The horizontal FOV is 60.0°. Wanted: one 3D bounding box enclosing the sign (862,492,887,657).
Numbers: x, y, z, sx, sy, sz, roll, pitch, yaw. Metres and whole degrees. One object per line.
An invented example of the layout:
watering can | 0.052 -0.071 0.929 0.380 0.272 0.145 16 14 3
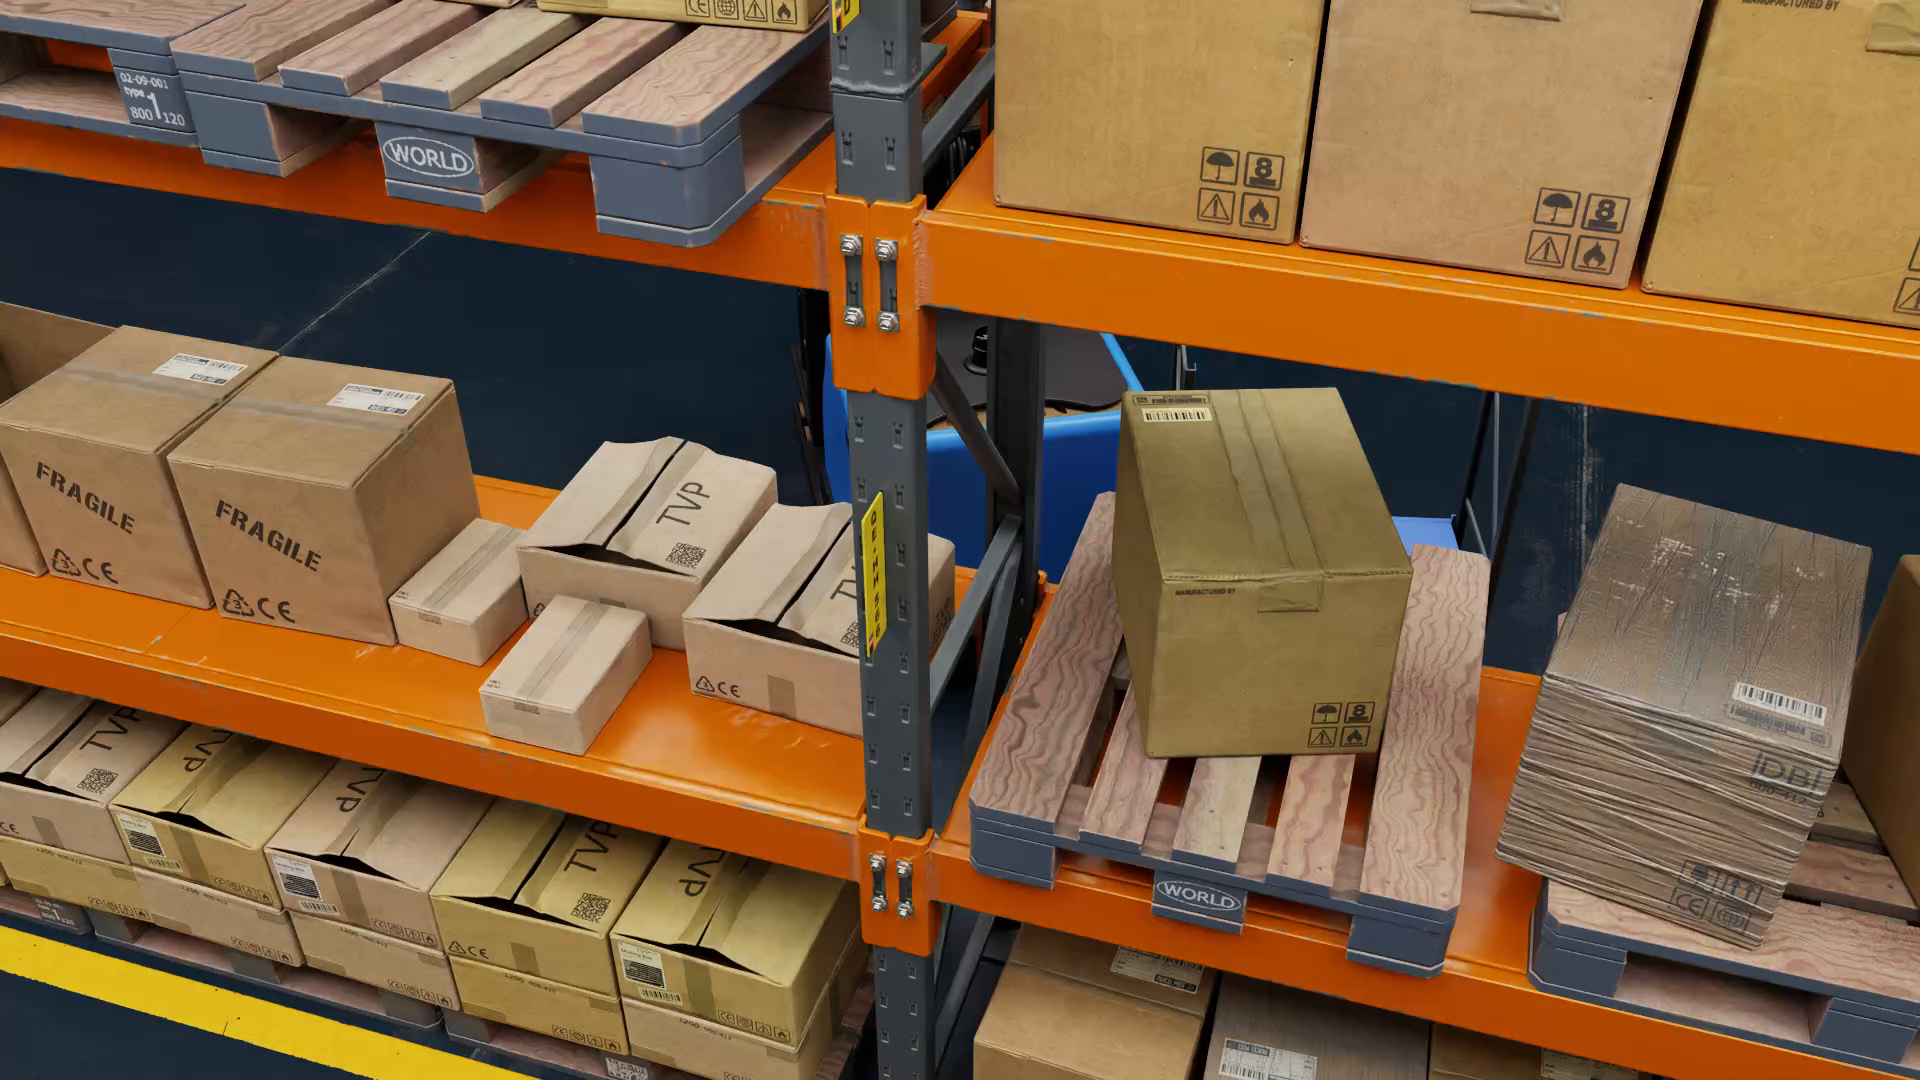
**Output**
sign | -0.161 0.068 3.150 0.005 0.325 0.100 10 38 14

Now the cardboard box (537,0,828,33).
cardboard box | -0.449 -1.145 3.017 0.500 0.250 0.500 8 37 10

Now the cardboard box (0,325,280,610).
cardboard box | -2.108 -0.201 4.408 0.500 0.500 0.500 11 38 14

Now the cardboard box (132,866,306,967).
cardboard box | -2.038 0.934 4.915 0.500 0.250 0.500 11 38 15

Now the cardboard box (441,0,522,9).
cardboard box | -0.955 -1.228 3.129 0.500 0.250 0.500 11 38 15

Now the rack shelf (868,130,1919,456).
rack shelf | 1.910 -0.345 2.764 4.000 0.370 1.077 10 38 14

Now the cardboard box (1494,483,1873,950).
cardboard box | 1.452 0.328 3.335 0.500 0.500 0.700 18 40 22

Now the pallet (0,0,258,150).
pallet | -1.742 -1.177 3.448 1.213 0.211 1.003 12 38 16

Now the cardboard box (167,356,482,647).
cardboard box | -1.606 -0.108 4.281 0.500 0.500 0.500 9 37 11

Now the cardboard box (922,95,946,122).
cardboard box | -0.246 -2.378 8.555 0.500 0.250 0.500 10 38 14

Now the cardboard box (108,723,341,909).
cardboard box | -2.029 0.710 4.747 0.500 0.311 0.500 12 38 15

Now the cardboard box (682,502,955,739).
cardboard box | -0.333 0.167 4.068 0.500 0.311 0.500 13 38 17

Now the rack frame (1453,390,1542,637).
rack frame | 1.711 -0.005 5.492 0.032 1.500 0.500 2 36 3

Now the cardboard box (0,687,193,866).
cardboard box | -2.526 0.622 4.867 0.500 0.311 0.500 9 37 12

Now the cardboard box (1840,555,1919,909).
cardboard box | 2.114 0.440 3.183 0.500 0.500 0.700 2 36 2

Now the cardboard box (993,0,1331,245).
cardboard box | 0.427 -0.970 2.923 0.500 0.500 0.910 10 38 14

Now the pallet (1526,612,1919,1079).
pallet | 1.859 0.638 3.514 1.213 0.211 1.003 10 38 14

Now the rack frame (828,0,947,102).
rack frame | 0.001 -2.196 2.142 0.127 3.000 1.000 10 38 14

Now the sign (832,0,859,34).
sign | -0.172 -0.916 2.430 0.005 0.325 0.100 10 38 14

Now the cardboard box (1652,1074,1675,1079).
cardboard box | 1.829 1.562 3.835 0.500 0.500 0.500 9 37 12

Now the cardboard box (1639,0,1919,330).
cardboard box | 1.411 -0.788 2.676 0.500 0.500 0.910 10 38 14

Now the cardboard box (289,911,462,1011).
cardboard box | -1.546 1.024 4.794 0.500 0.250 0.500 11 38 15

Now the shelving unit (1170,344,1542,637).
shelving unit | 1.204 -0.024 5.518 1.048 1.500 0.538 2 36 3

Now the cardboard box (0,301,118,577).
cardboard box | -2.586 -0.289 4.528 0.500 0.500 0.500 13 38 17

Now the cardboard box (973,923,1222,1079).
cardboard box | 0.350 1.292 4.202 0.500 0.500 0.500 12 38 16

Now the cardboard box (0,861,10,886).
cardboard box | -3.018 0.754 5.161 0.500 0.250 0.500 11 38 15

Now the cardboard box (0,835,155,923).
cardboard box | -2.523 0.844 5.038 0.500 0.250 0.500 9 37 12

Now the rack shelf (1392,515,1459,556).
rack shelf | 1.204 0.121 5.624 1.000 0.185 0.538 2 36 3

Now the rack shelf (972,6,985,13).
rack shelf | -0.435 -2.647 8.423 4.000 0.370 1.077 10 38 14

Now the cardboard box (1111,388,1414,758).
cardboard box | 0.636 0.058 3.702 0.500 0.500 0.700 -1 36 -2

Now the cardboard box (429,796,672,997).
cardboard box | -1.070 0.891 4.501 0.500 0.311 0.500 10 38 13

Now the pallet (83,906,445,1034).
pallet | -1.934 0.959 5.269 1.213 0.211 1.003 10 38 14

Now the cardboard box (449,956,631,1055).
cardboard box | -1.067 1.114 4.671 0.500 0.250 0.500 10 38 13

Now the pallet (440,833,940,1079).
pallet | -0.773 1.175 4.975 1.213 0.211 1.003 10 38 14

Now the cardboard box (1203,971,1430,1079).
cardboard box | 0.852 1.381 4.081 0.500 0.500 0.500 9 37 12

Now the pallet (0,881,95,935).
pallet | -3.102 0.744 5.561 1.213 0.211 1.003 10 38 14

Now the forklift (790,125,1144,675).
forklift | -0.125 -1.543 6.373 1.130 2.935 3.031 -7 37 -9

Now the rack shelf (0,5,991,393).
rack shelf | -1.908 -1.052 3.725 4.000 0.370 1.077 10 38 14

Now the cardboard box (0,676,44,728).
cardboard box | -3.021 0.531 4.991 0.500 0.311 0.500 10 38 13

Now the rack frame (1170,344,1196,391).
rack frame | 0.696 -0.043 5.544 0.032 1.500 0.500 2 36 3

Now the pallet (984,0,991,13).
pallet | 0.762 -2.572 7.876 1.003 0.211 1.213 10 38 14

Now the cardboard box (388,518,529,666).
cardboard box | -1.233 0.128 4.258 0.250 0.149 0.380 13 38 17

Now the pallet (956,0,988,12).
pallet | -0.427 -2.833 8.230 1.213 0.211 1.003 10 38 14

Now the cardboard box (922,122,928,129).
cardboard box | -0.168 -2.080 8.784 0.500 0.500 0.700 10 38 14

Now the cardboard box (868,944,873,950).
cardboard box | -0.411 0.900 4.963 0.500 0.250 0.500 10 38 14

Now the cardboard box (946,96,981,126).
cardboard box | 0.246 -2.290 8.436 0.500 0.250 0.500 11 38 15

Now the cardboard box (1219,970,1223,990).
cardboard box | 0.964 1.082 4.487 0.500 0.500 0.500 12 38 16

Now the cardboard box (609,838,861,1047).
cardboard box | -0.572 0.979 4.381 0.500 0.311 0.500 11 38 15

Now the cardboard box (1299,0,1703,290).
cardboard box | 0.914 -0.880 2.800 0.500 0.500 0.910 10 38 14

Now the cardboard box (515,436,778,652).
cardboard box | -0.795 -0.012 4.311 0.500 0.311 0.500 10 38 13

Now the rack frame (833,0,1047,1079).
rack frame | 0.001 0.220 3.921 0.127 3.000 1.000 10 38 14

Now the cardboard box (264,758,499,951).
cardboard box | -1.551 0.800 4.625 0.500 0.311 0.500 10 38 14

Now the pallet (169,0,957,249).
pallet | -0.673 -0.981 3.182 1.003 0.211 1.213 12 38 16

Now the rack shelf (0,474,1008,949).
rack shelf | -1.908 0.156 4.614 4.000 0.370 1.077 10 38 14

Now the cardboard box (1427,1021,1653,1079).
cardboard box | 1.329 1.473 3.956 0.500 0.500 0.500 10 38 13

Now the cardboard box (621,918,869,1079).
cardboard box | -0.574 1.203 4.550 0.500 0.250 0.500 11 38 15

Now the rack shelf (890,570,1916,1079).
rack shelf | 1.910 0.863 3.654 4.000 0.370 1.077 10 38 14

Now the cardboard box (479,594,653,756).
cardboard box | -0.940 0.319 3.999 0.250 0.149 0.380 10 38 14

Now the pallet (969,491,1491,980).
pallet | 0.669 0.377 3.869 1.003 0.211 1.213 10 38 14
